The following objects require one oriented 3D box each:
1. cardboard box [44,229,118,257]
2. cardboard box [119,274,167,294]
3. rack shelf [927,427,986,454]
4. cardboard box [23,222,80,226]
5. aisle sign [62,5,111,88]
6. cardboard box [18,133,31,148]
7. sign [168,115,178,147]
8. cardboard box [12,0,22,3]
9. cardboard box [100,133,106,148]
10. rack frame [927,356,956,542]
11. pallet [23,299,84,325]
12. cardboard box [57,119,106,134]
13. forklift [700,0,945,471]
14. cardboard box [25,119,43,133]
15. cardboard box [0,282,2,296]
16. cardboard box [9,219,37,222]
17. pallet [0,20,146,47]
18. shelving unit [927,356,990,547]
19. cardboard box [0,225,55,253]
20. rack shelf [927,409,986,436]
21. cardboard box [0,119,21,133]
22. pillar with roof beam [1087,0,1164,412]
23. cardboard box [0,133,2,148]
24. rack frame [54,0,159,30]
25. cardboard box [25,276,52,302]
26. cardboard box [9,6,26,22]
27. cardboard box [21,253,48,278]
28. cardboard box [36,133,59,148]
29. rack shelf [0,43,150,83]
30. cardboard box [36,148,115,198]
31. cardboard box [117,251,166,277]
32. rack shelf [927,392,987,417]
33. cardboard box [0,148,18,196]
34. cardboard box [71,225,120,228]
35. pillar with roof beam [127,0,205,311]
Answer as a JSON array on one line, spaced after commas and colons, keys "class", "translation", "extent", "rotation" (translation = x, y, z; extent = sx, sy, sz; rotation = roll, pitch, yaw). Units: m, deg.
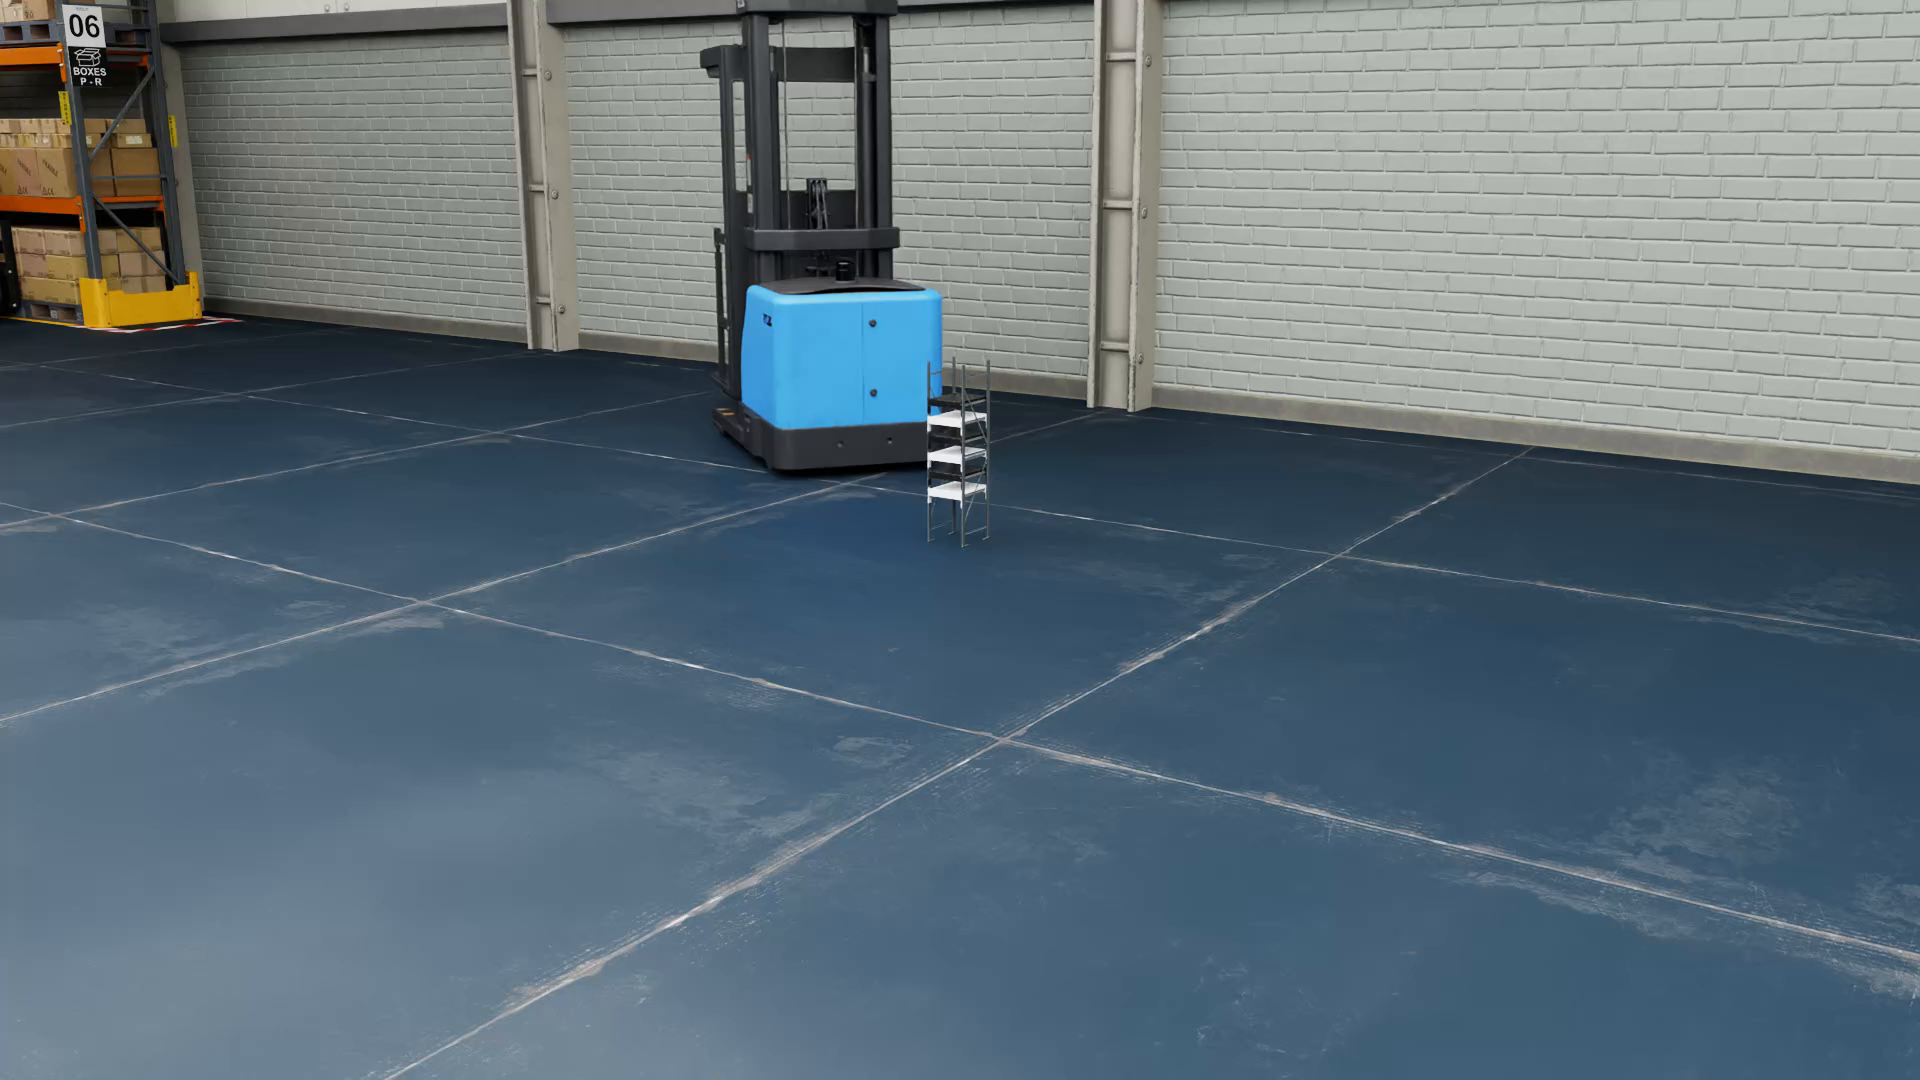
[{"class": "cardboard box", "translation": [-9.254, -3.135, 17.513], "extent": [0.500, 0.250, 0.500], "rotation": [10, 17, 35]}, {"class": "cardboard box", "translation": [-8.997, -2.755, 18.058], "extent": [0.500, 0.250, 0.500], "rotation": [9, 17, 33]}, {"class": "rack shelf", "translation": [-0.007, -0.493, 8.206], "extent": [0.200, 0.077, 0.258], "rotation": [9, 17, 33]}, {"class": "cardboard box", "translation": [-10.238, -3.443, 18.758], "extent": [0.500, 0.250, 0.500], "rotation": [9, 16, 32]}, {"class": "aisle sign", "translation": [-8.808, -4.976, 16.770], "extent": [0.004, 0.787, 0.394], "rotation": [9, 17, 33]}, {"class": "cardboard box", "translation": [-9.751, -4.246, 17.675], "extent": [0.250, 0.149, 0.380], "rotation": [9, 17, 32]}, {"class": "sign", "translation": [-8.384, -4.349, 17.685], "extent": [0.005, 0.325, 0.100], "rotation": [9, 17, 33]}, {"class": "cardboard box", "translation": [-9.996, -5.706, 17.599], "extent": [0.500, 0.500, 0.700], "rotation": [9, 17, 33]}, {"class": "cardboard box", "translation": [-9.075, -4.262, 17.740], "extent": [0.250, 0.149, 0.380], "rotation": [9, 17, 33]}, {"class": "rack frame", "translation": [-0.091, -0.452, 8.275], "extent": [0.006, 0.900, 0.240], "rotation": [9, 17, 33]}, {"class": "pallet", "translation": [-9.356, -2.522, 18.070], "extent": [1.213, 0.211, 1.003], "rotation": [9, 17, 33]}, {"class": "cardboard box", "translation": [-9.113, -4.295, 17.253], "extent": [0.250, 0.149, 0.380], "rotation": [9, 17, 33]}, {"class": "forklift", "translation": [-1.047, -2.138, 10.861], "extent": [1.130, 2.935, 3.031], "rotation": [-5, 15, -18]}, {"class": "cardboard box", "translation": [-9.567, -4.351, 17.482], "extent": [0.250, 0.149, 0.380], "rotation": [10, 17, 34]}, {"class": "cardboard box", "translation": [-10.525, -2.853, 18.453], "extent": [0.500, 0.250, 0.500], "rotation": [10, 17, 35]}, {"class": "cardboard box", "translation": [-11.072, -3.580, 19.308], "extent": [0.500, 0.250, 0.500], "rotation": [9, 16, 32]}, {"class": "pallet", "translation": [-9.271, -5.294, 17.409], "extent": [1.213, 0.211, 1.003], "rotation": [9, 17, 33]}, {"class": "shelving unit", "translation": [-0.007, -0.438, 8.219], "extent": [0.210, 0.900, 0.258], "rotation": [9, 17, 33]}, {"class": "cardboard box", "translation": [-10.106, -3.268, 18.050], "extent": [0.500, 0.250, 0.500], "rotation": [9, 17, 34]}, {"class": "rack shelf", "translation": [-0.007, -0.580, 8.184], "extent": [0.200, 0.077, 0.258], "rotation": [9, 17, 33]}, {"class": "cardboard box", "translation": [-10.011, -4.412, 17.728], "extent": [0.250, 0.149, 0.380], "rotation": [10, 17, 34]}, {"class": "pillar with roof beam", "translation": [-1.218, -4.498, 7.768], "extent": [0.400, 9.000, 9.100], "rotation": [9, 17, 33]}, {"class": "cardboard box", "translation": [-10.220, -4.302, 17.902], "extent": [0.250, 0.149, 0.380], "rotation": [9, 17, 33]}, {"class": "rack frame", "translation": [-8.698, -6.693, 16.634], "extent": [0.127, 3.000, 1.000], "rotation": [9, 17, 33]}, {"class": "cardboard box", "translation": [-9.672, -2.719, 17.912], "extent": [0.500, 0.250, 0.500], "rotation": [9, 17, 33]}, {"class": "cardboard box", "translation": [-9.555, -5.418, 17.166], "extent": [0.250, 0.149, 0.380], "rotation": [9, 16, 31]}, {"class": "cardboard box", "translation": [-9.687, -2.965, 17.867], "extent": [0.500, 0.250, 0.500], "rotation": [9, 17, 32]}, {"class": "cardboard box", "translation": [-9.371, -4.163, 17.341], "extent": [0.250, 0.149, 0.380], "rotation": [9, 17, 34]}, {"class": "rack shelf", "translation": [-10.358, -5.156, 18.164], "extent": [4.000, 0.370, 1.077], "rotation": [9, 17, 33]}, {"class": "cardboard box", "translation": [-9.253, -3.843, 17.398], "extent": [0.500, 0.500, 0.500], "rotation": [9, 16, 32]}, {"class": "cardboard box", "translation": [-8.973, -2.997, 17.996], "extent": [0.500, 0.250, 0.500], "rotation": [10, 17, 34]}, {"class": "rack shelf", "translation": [-0.007, -0.668, 8.163], "extent": [0.200, 0.077, 0.258], "rotation": [9, 17, 33]}, {"class": "cardboard box", "translation": [-10.104, -3.983, 17.964], "extent": [0.500, 0.500, 0.500], "rotation": [9, 16, 32]}, {"class": "cardboard box", "translation": [-9.408, -3.304, 18.195], "extent": [0.500, 0.250, 0.500], "rotation": [9, 17, 33]}, {"class": "pillar with roof beam", "translation": [-11.176, -6.108, 14.269], "extent": [0.400, 9.000, 9.100], "rotation": [9, 17, 33]}]
